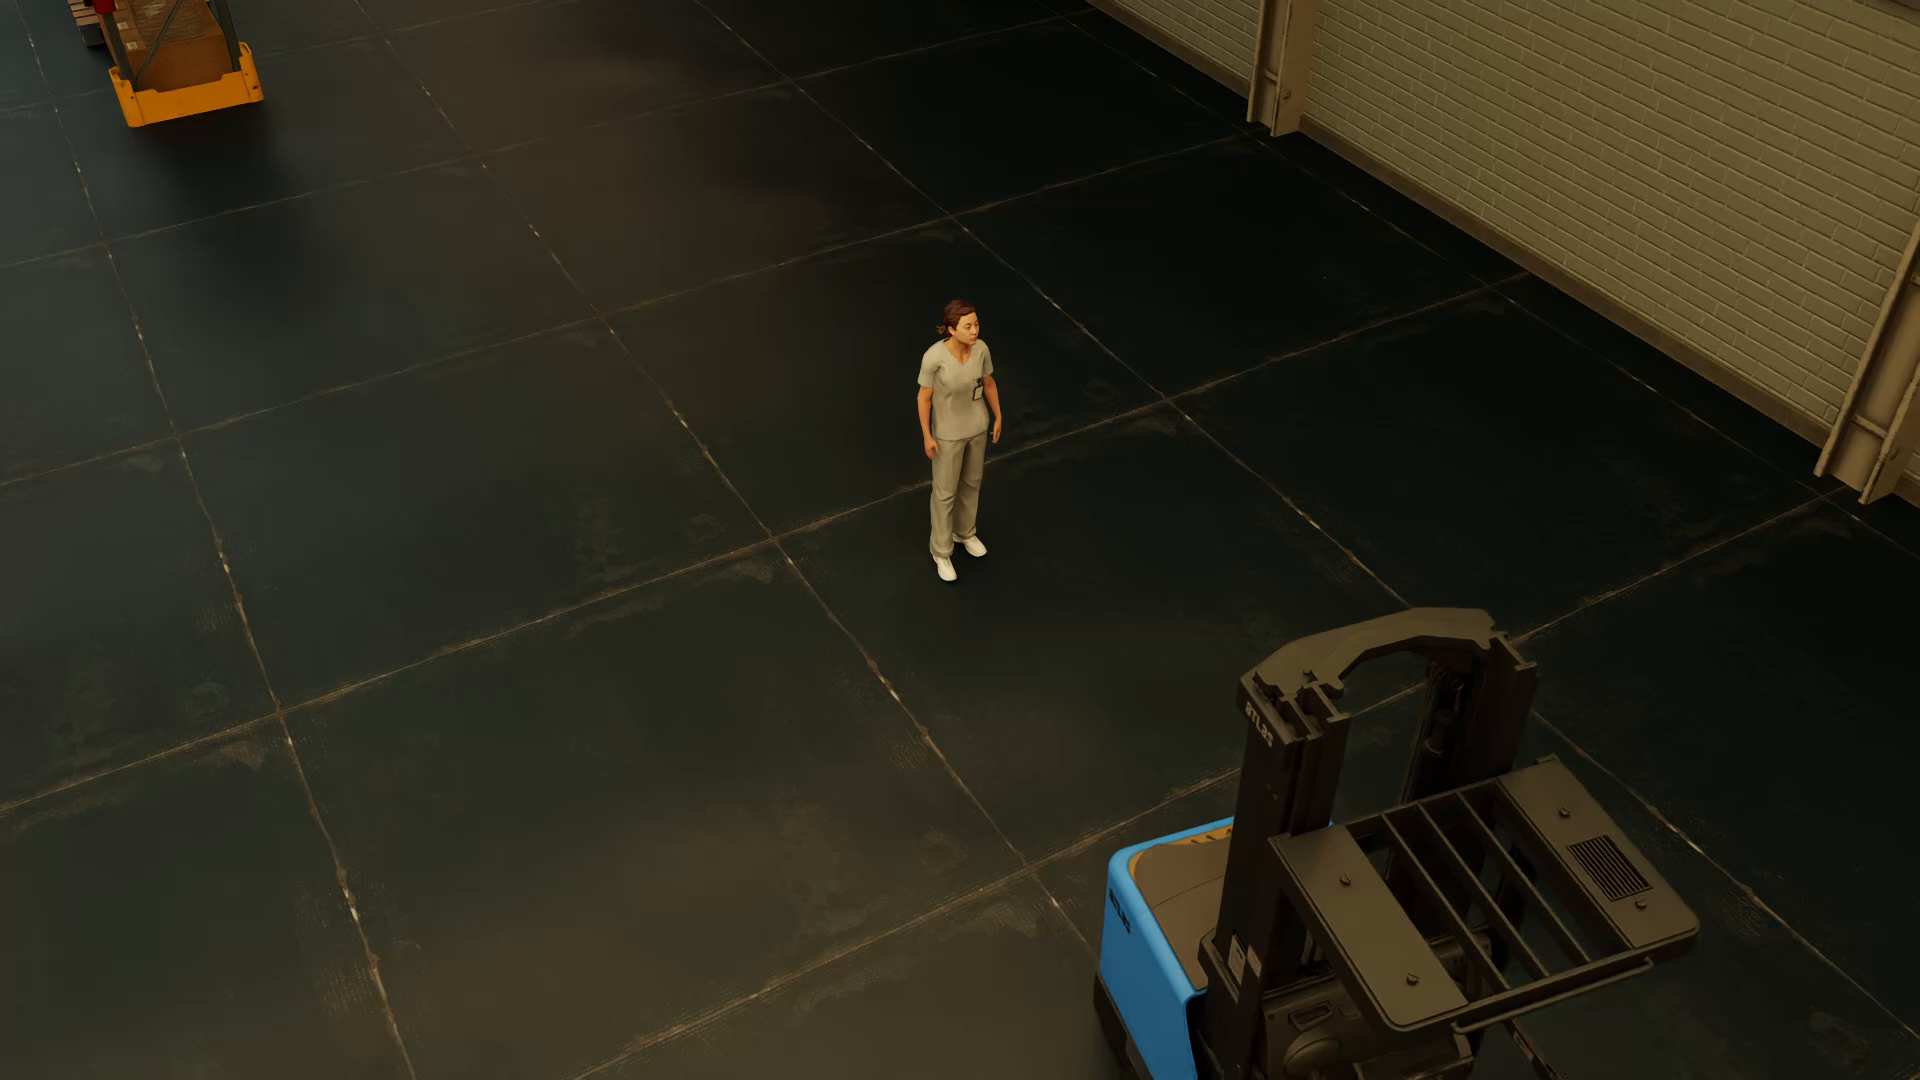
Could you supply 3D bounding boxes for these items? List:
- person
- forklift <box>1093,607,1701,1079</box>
[{"bbox_3d":[0.025,-0.605,9.738,0.549,1.672,0.548,-20,44,-23],"label":"person"},{"bbox_3d":[1.591,1.804,5.861,1.130,2.935,3.031,-13,41,-15],"label":"forklift"}]
